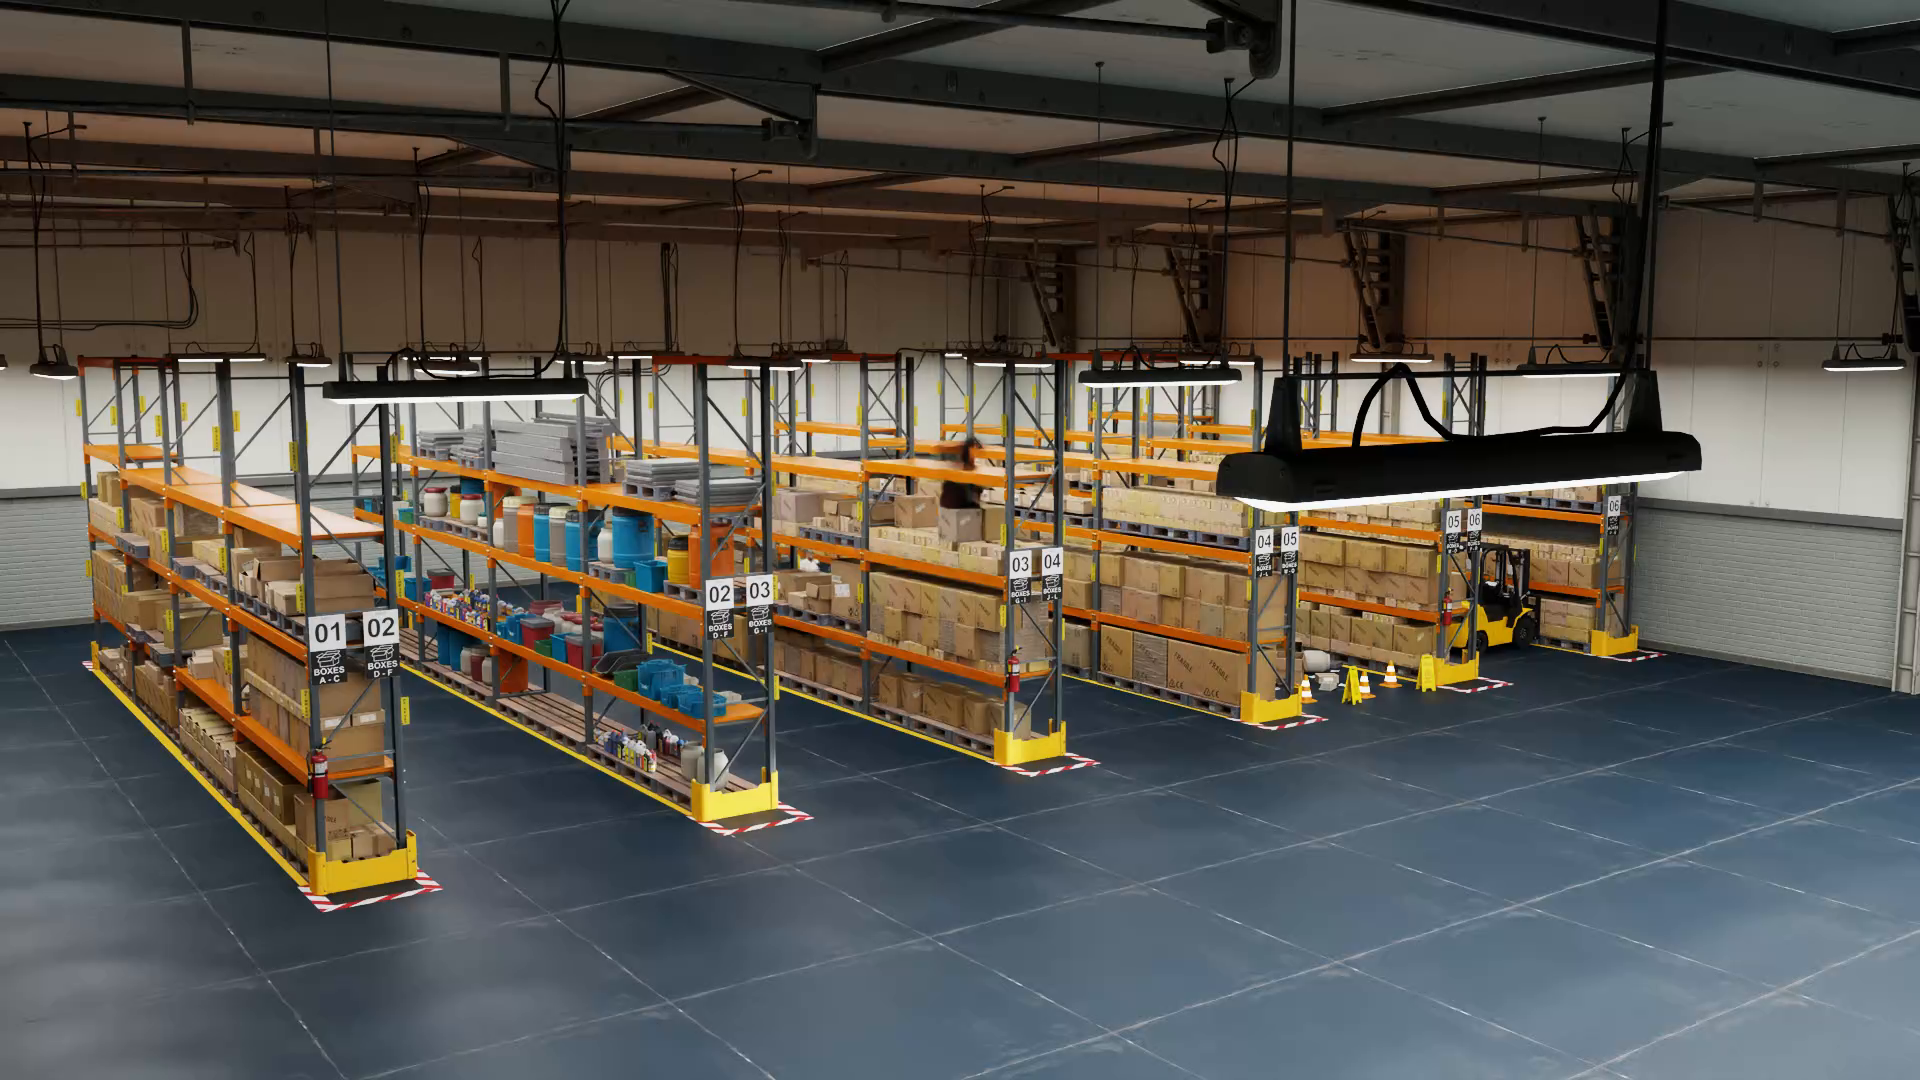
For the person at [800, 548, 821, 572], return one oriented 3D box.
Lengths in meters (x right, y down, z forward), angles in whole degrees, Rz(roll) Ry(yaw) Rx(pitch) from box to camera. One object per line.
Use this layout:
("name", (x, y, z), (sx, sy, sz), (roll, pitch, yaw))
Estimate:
("person", (-3.294, 1.007, 36.818), (0.659, 1.732, 0.622), (-5, 9, -36))
